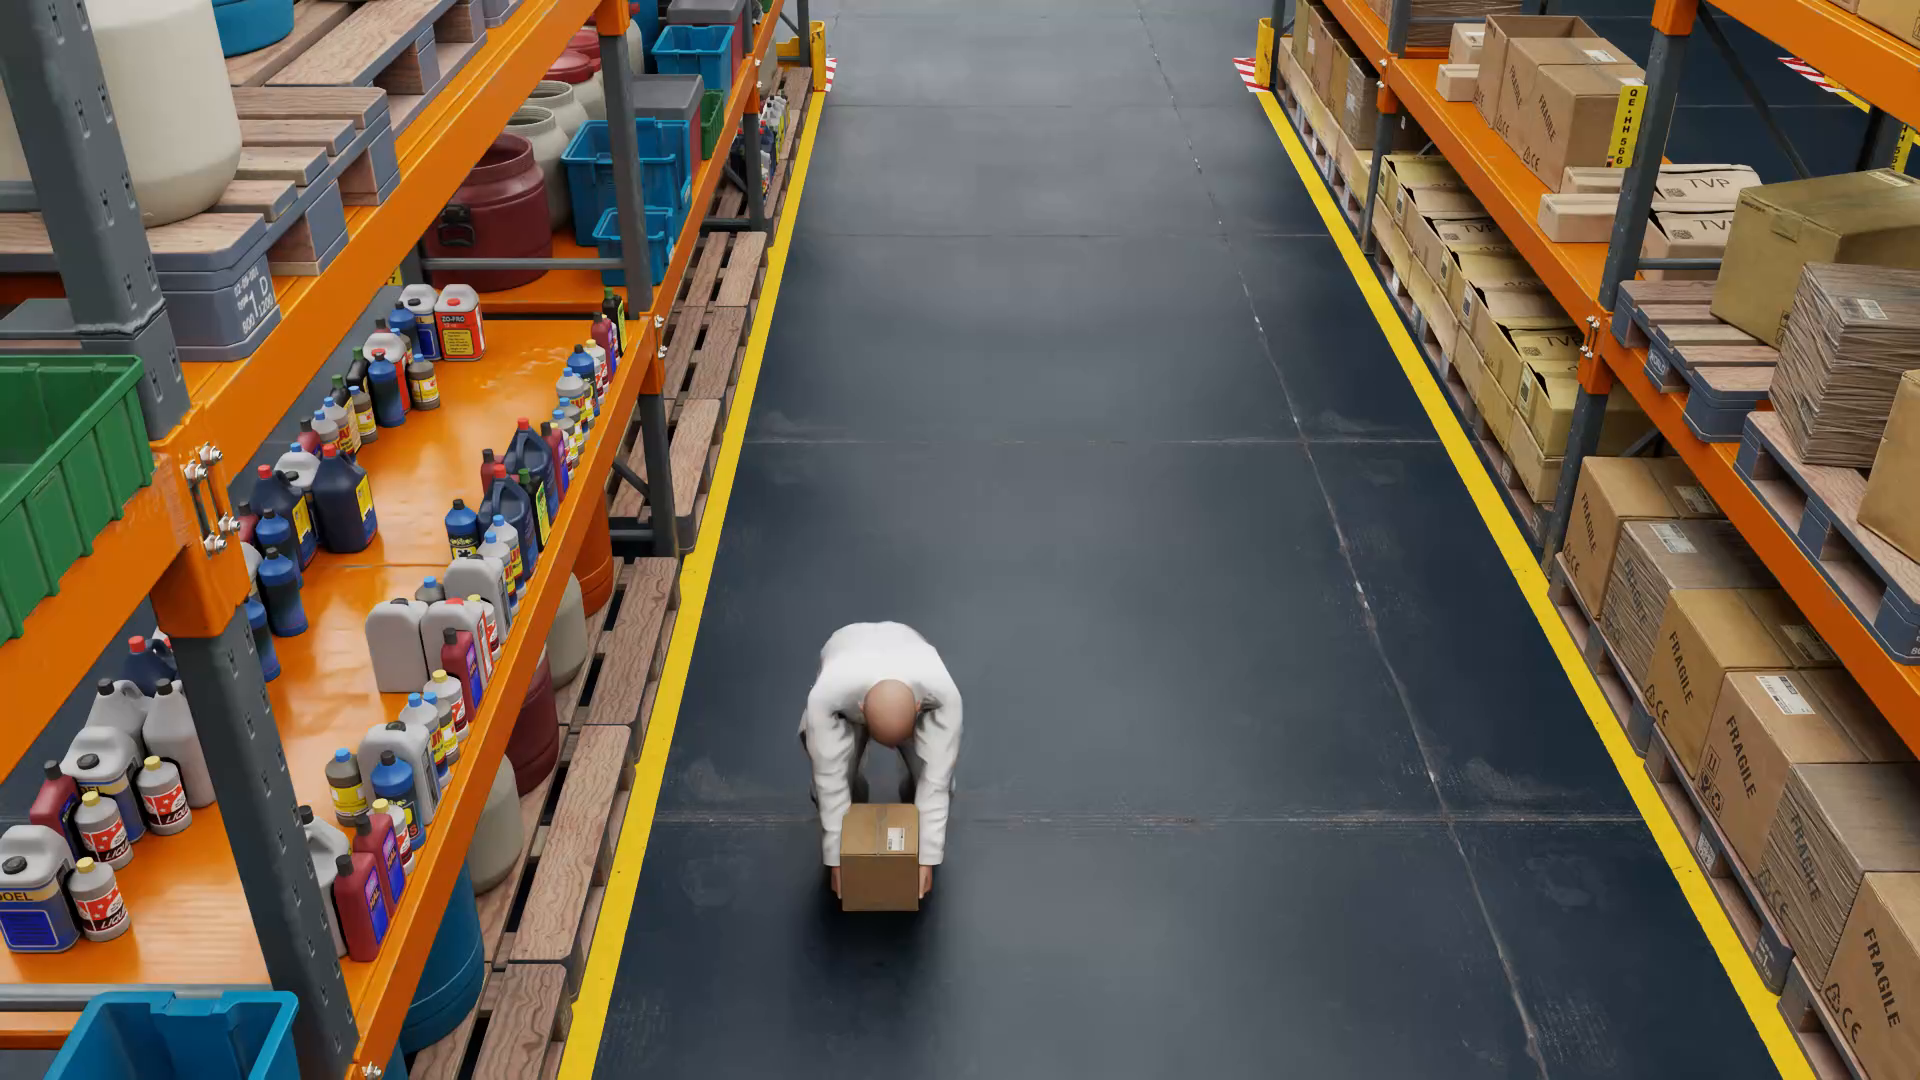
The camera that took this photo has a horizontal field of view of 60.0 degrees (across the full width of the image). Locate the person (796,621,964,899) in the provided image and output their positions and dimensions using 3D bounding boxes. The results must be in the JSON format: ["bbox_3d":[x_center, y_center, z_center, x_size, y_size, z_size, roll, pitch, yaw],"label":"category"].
[{"bbox_3d":[-0.274,0.742,5.734,0.584,0.938,0.937,-1,31,-2],"label":"person"}]
